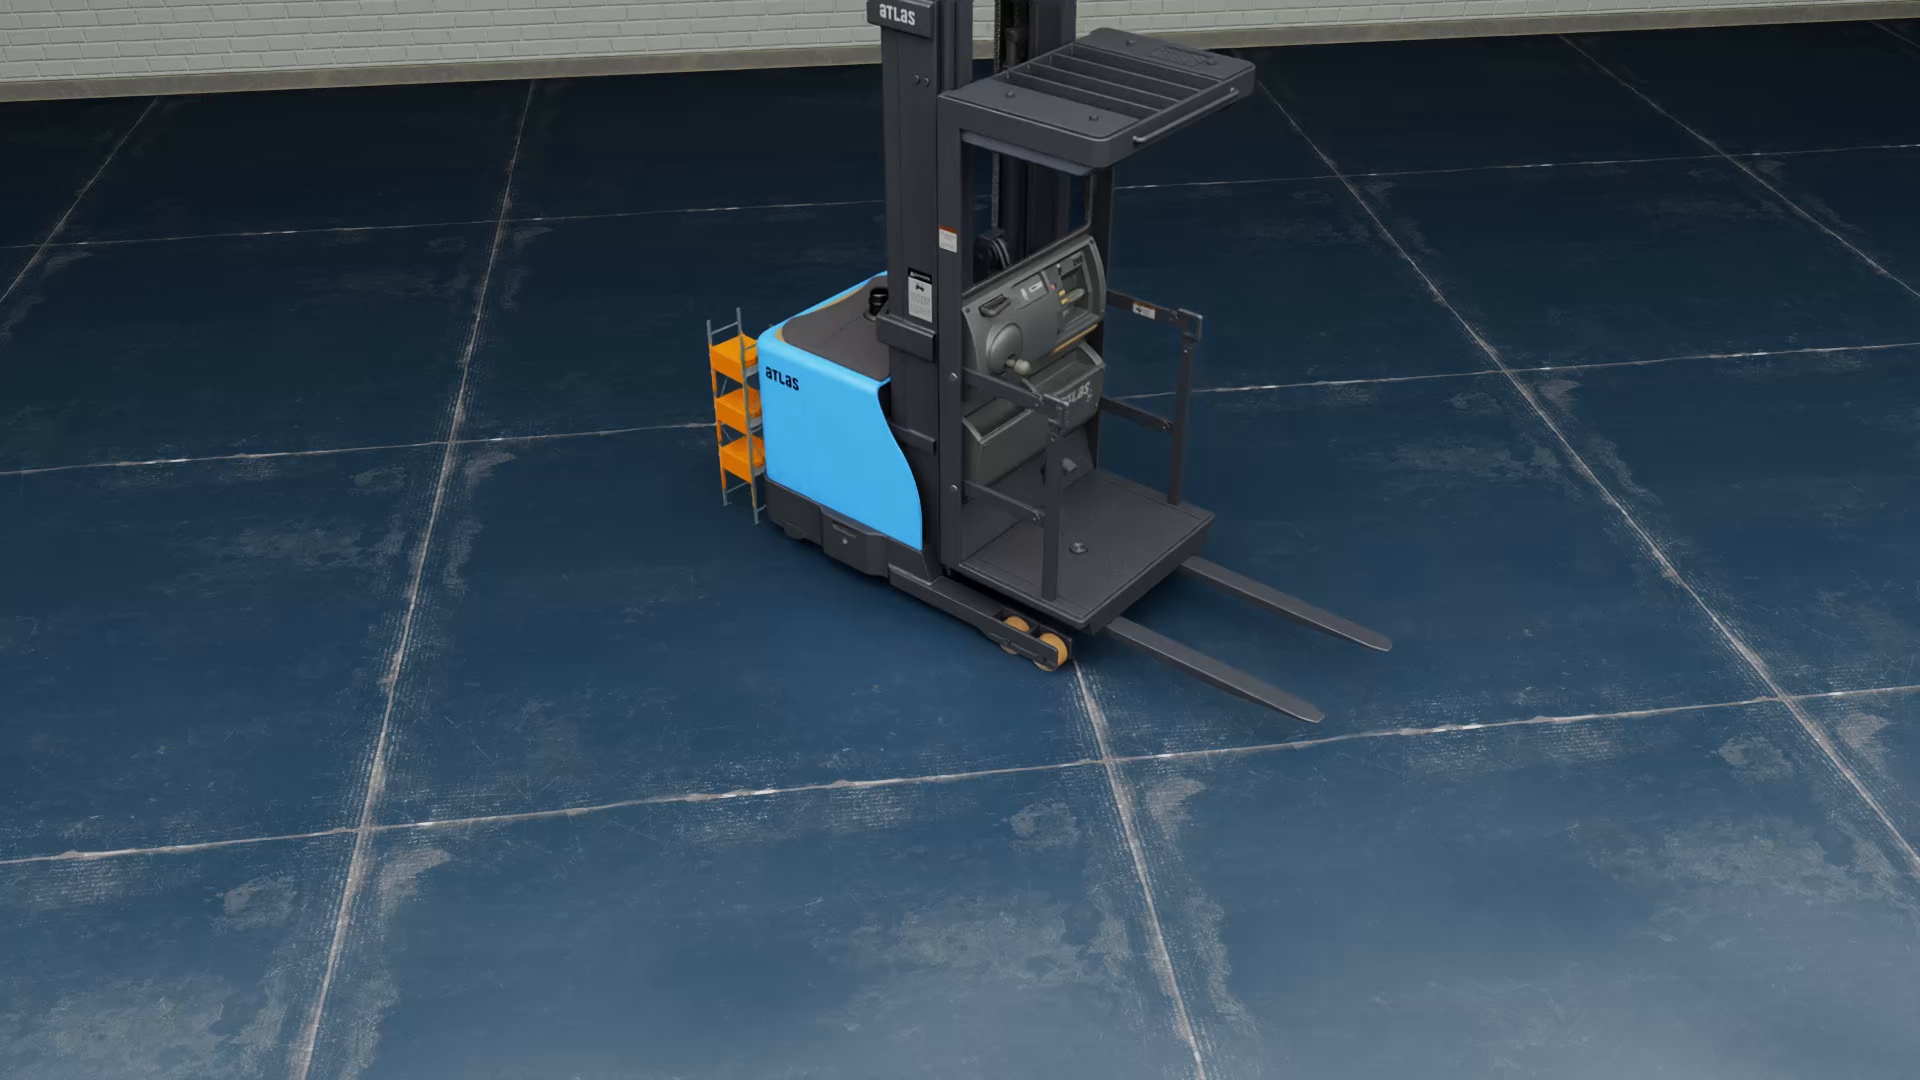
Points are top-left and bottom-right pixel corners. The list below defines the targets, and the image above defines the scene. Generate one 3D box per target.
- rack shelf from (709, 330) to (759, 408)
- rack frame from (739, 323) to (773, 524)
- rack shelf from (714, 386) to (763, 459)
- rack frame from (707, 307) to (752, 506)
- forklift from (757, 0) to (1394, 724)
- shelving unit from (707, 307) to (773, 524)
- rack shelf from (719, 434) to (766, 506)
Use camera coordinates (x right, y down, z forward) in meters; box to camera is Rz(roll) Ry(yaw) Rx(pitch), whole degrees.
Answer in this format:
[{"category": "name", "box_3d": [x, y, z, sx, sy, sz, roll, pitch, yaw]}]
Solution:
[{"category": "rack shelf", "box_3d": [-1.048, -0.827, 8.046, 0.240, 0.259, 0.215, 29, 43, 35]}, {"category": "rack frame", "box_3d": [-0.960, -0.554, 8.130, 0.008, 1.050, 0.200, 29, 43, 35]}, {"category": "rack shelf", "box_3d": [-1.048, -0.593, 8.206, 0.240, 0.259, 0.215, 29, 43, 35]}, {"category": "rack frame", "box_3d": [-1.135, -0.649, 8.270, 0.008, 1.050, 0.200, 29, 43, 35]}, {"category": "forklift", "box_3d": [0.494, -0.967, 7.066, 3.031, 2.935, 1.130, 25, 41, 32]}, {"category": "shelving unit", "box_3d": [-1.048, -0.601, 8.200, 0.252, 1.050, 0.215, 29, 43, 35]}, {"category": "rack shelf", "box_3d": [-1.048, -0.363, 8.363, 0.240, 0.259, 0.215, 29, 43, 35]}]
